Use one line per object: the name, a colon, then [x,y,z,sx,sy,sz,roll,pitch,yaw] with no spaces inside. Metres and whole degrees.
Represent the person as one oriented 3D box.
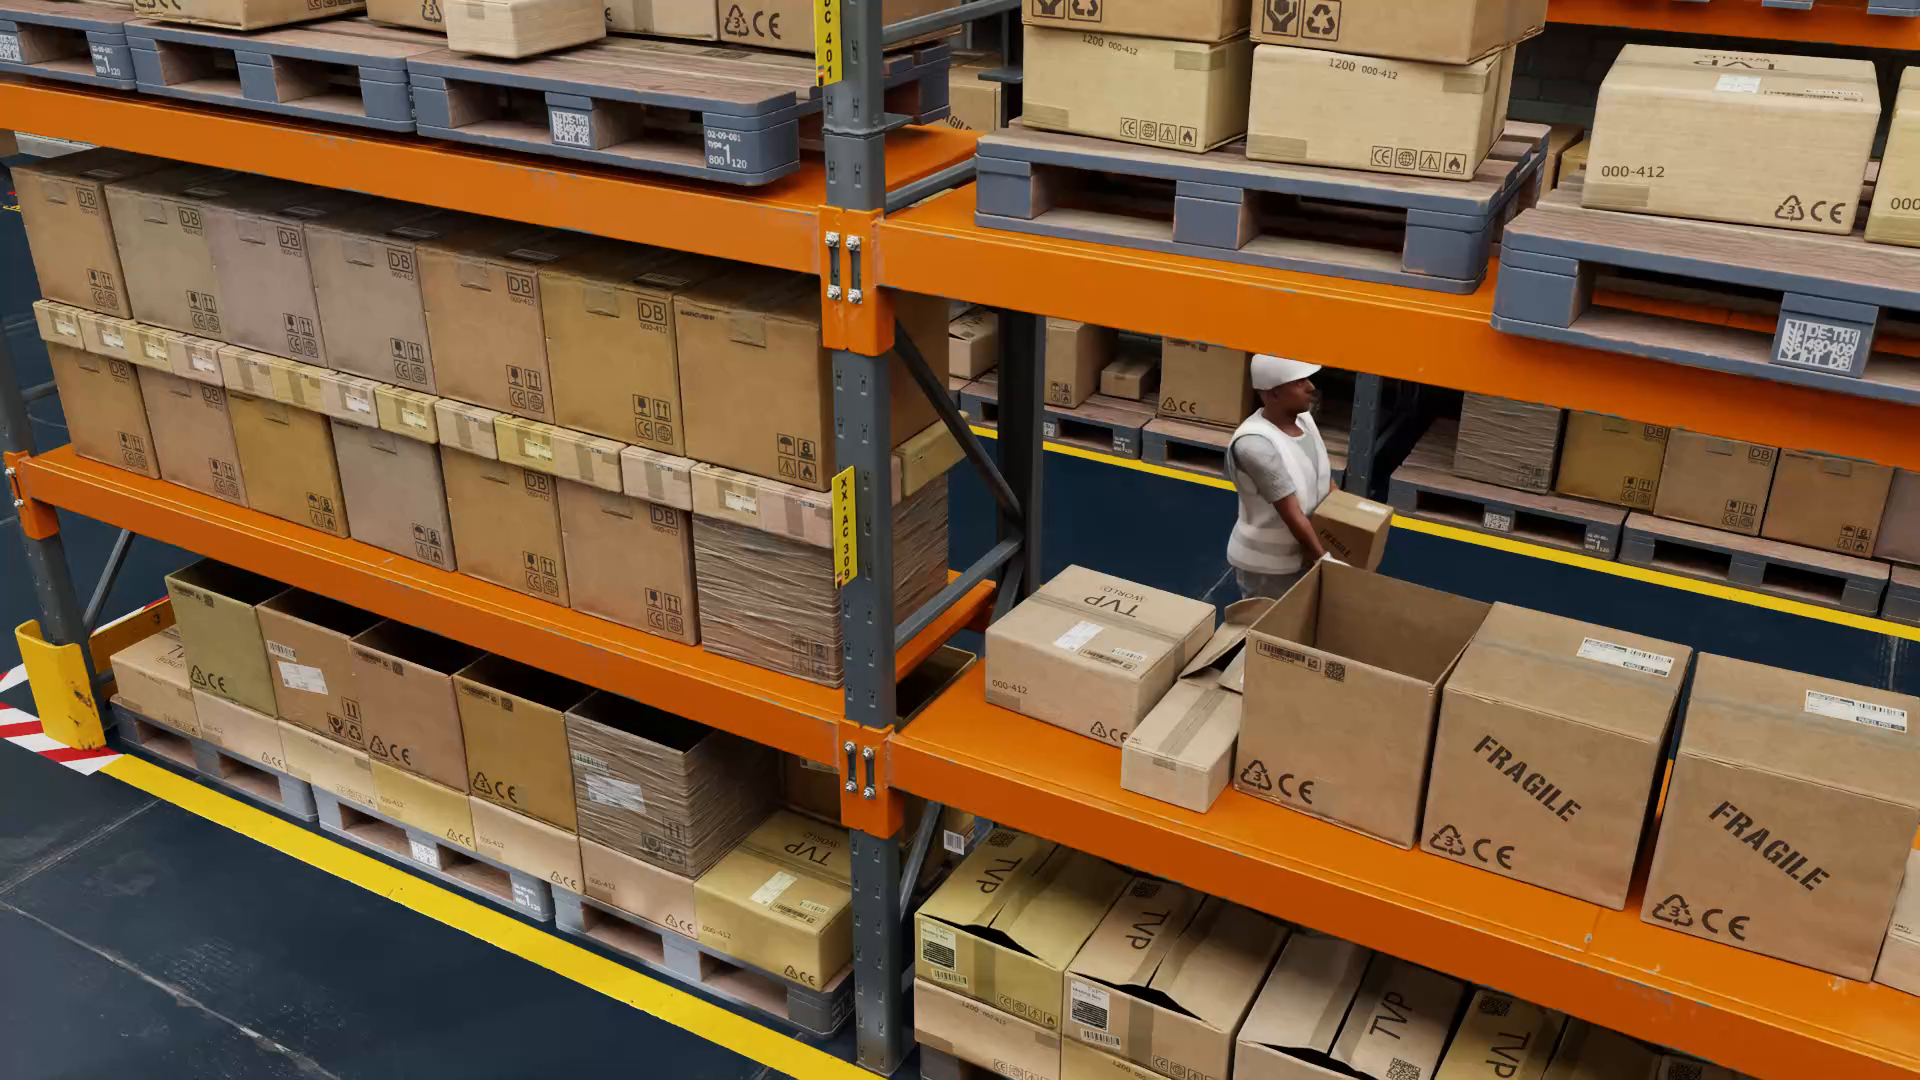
person: [1.360,0.091,6.633,0.584,1.779,0.487,14,30,26]
